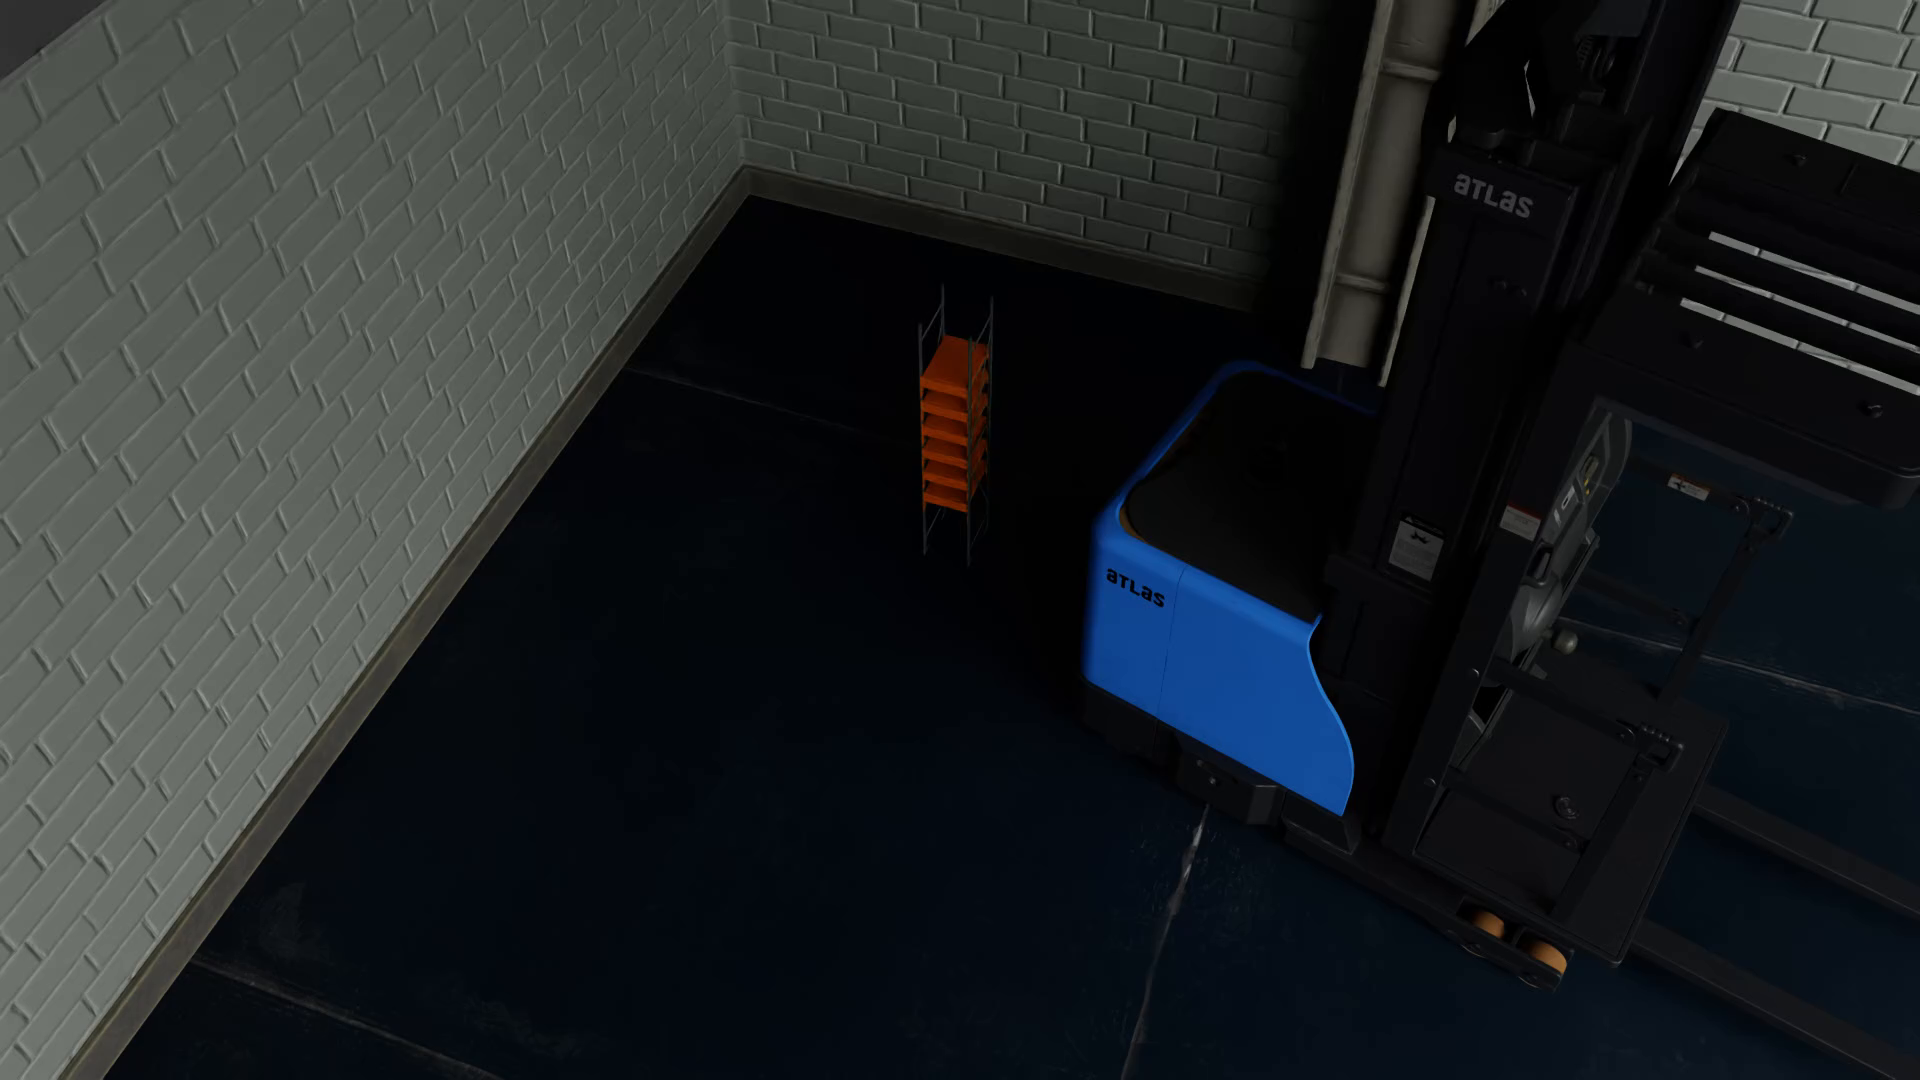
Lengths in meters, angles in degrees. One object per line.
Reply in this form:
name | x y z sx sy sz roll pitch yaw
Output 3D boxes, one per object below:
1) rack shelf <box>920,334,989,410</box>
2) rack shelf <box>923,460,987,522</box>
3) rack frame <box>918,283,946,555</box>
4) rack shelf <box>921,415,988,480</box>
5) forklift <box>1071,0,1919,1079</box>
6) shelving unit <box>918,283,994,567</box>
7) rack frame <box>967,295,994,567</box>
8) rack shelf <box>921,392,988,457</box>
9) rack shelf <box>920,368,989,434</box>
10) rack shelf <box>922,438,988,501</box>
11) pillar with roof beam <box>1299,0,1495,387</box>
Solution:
rack shelf | -0.014 -0.603 5.928 0.180 0.103 0.258 16 51 13
rack shelf | -0.014 -0.210 6.381 0.180 0.103 0.258 16 51 13
rack frame | -0.099 -0.421 6.187 0.006 1.200 0.240 16 51 13
rack shelf | -0.014 -0.368 6.200 0.180 0.103 0.258 16 51 13
forklift | 1.906 0.020 4.659 3.031 2.935 1.130 27 54 22
shelving unit | -0.014 -0.397 6.166 0.189 1.200 0.258 16 51 13
rack frame | 0.072 -0.373 6.146 0.006 1.200 0.240 16 51 13
rack shelf | -0.014 -0.446 6.109 0.180 0.103 0.258 16 51 13
rack shelf | -0.014 -0.525 6.019 0.180 0.103 0.258 16 51 13
rack shelf | -0.014 -0.289 6.291 0.180 0.103 0.258 16 51 13
pillar with roof beam | 0.230 -0.713 1.279 0.400 9.000 9.100 16 51 13
